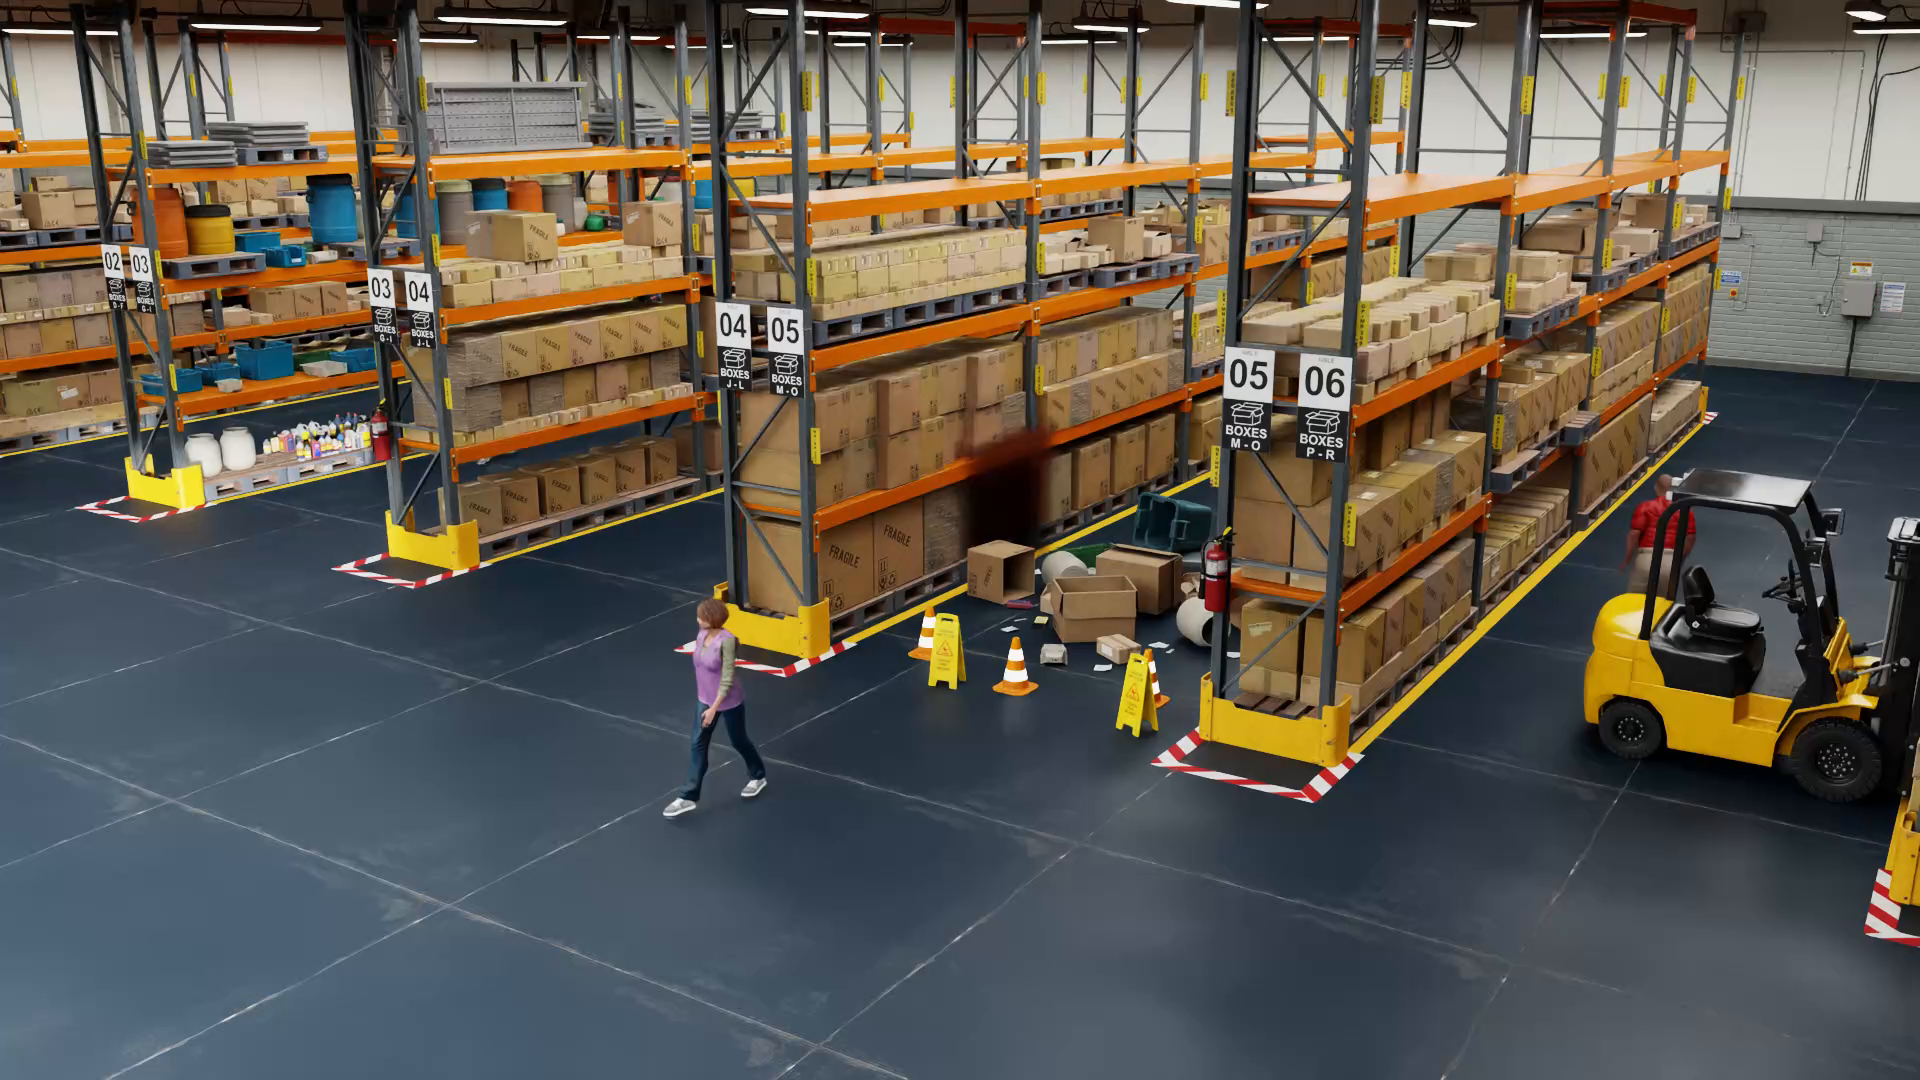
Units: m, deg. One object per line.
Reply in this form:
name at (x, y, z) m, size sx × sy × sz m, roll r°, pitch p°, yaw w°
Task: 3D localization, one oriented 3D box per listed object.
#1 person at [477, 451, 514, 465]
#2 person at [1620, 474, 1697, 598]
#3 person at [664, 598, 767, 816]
person at (-6.433, -1.888, 23.035) m, size 0.513 × 1.548 × 0.958 m, roll 1°, pitch 16°, yaw 5°
person at (6.377, 0.263, 15.187) m, size 0.617 × 1.684 × 0.663 m, roll 3°, pitch 16°, yaw 12°
person at (-1.792, 1.234, 12.002) m, size 0.445 × 1.452 × 0.914 m, roll 13°, pitch 20°, yaw 39°
